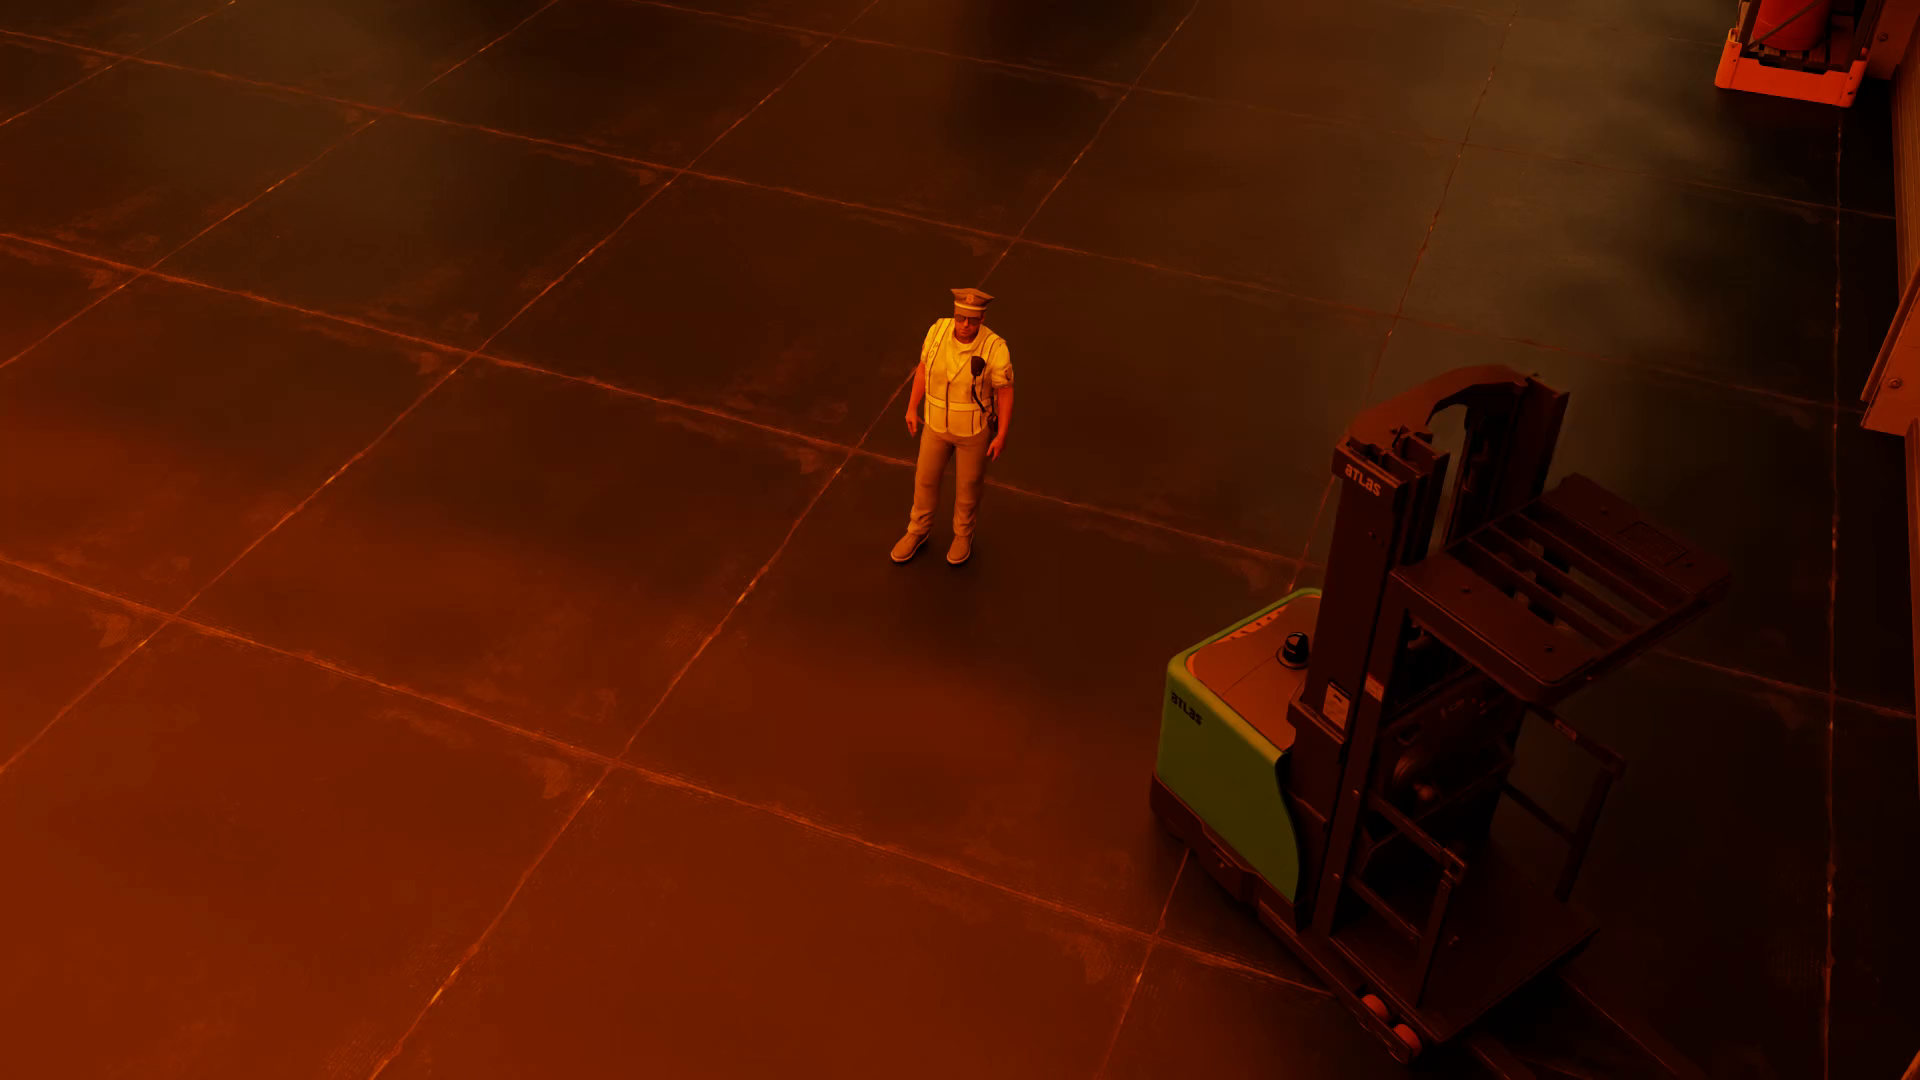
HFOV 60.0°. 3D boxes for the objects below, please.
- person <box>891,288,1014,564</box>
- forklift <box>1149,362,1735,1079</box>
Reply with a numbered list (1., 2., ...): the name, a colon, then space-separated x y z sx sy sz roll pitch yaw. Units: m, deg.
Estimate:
1. person: -0.040 -0.645 9.661 0.641 1.779 0.574 15 42 17
2. forklift: 2.236 0.865 6.973 1.130 2.935 3.031 -24 46 -26
